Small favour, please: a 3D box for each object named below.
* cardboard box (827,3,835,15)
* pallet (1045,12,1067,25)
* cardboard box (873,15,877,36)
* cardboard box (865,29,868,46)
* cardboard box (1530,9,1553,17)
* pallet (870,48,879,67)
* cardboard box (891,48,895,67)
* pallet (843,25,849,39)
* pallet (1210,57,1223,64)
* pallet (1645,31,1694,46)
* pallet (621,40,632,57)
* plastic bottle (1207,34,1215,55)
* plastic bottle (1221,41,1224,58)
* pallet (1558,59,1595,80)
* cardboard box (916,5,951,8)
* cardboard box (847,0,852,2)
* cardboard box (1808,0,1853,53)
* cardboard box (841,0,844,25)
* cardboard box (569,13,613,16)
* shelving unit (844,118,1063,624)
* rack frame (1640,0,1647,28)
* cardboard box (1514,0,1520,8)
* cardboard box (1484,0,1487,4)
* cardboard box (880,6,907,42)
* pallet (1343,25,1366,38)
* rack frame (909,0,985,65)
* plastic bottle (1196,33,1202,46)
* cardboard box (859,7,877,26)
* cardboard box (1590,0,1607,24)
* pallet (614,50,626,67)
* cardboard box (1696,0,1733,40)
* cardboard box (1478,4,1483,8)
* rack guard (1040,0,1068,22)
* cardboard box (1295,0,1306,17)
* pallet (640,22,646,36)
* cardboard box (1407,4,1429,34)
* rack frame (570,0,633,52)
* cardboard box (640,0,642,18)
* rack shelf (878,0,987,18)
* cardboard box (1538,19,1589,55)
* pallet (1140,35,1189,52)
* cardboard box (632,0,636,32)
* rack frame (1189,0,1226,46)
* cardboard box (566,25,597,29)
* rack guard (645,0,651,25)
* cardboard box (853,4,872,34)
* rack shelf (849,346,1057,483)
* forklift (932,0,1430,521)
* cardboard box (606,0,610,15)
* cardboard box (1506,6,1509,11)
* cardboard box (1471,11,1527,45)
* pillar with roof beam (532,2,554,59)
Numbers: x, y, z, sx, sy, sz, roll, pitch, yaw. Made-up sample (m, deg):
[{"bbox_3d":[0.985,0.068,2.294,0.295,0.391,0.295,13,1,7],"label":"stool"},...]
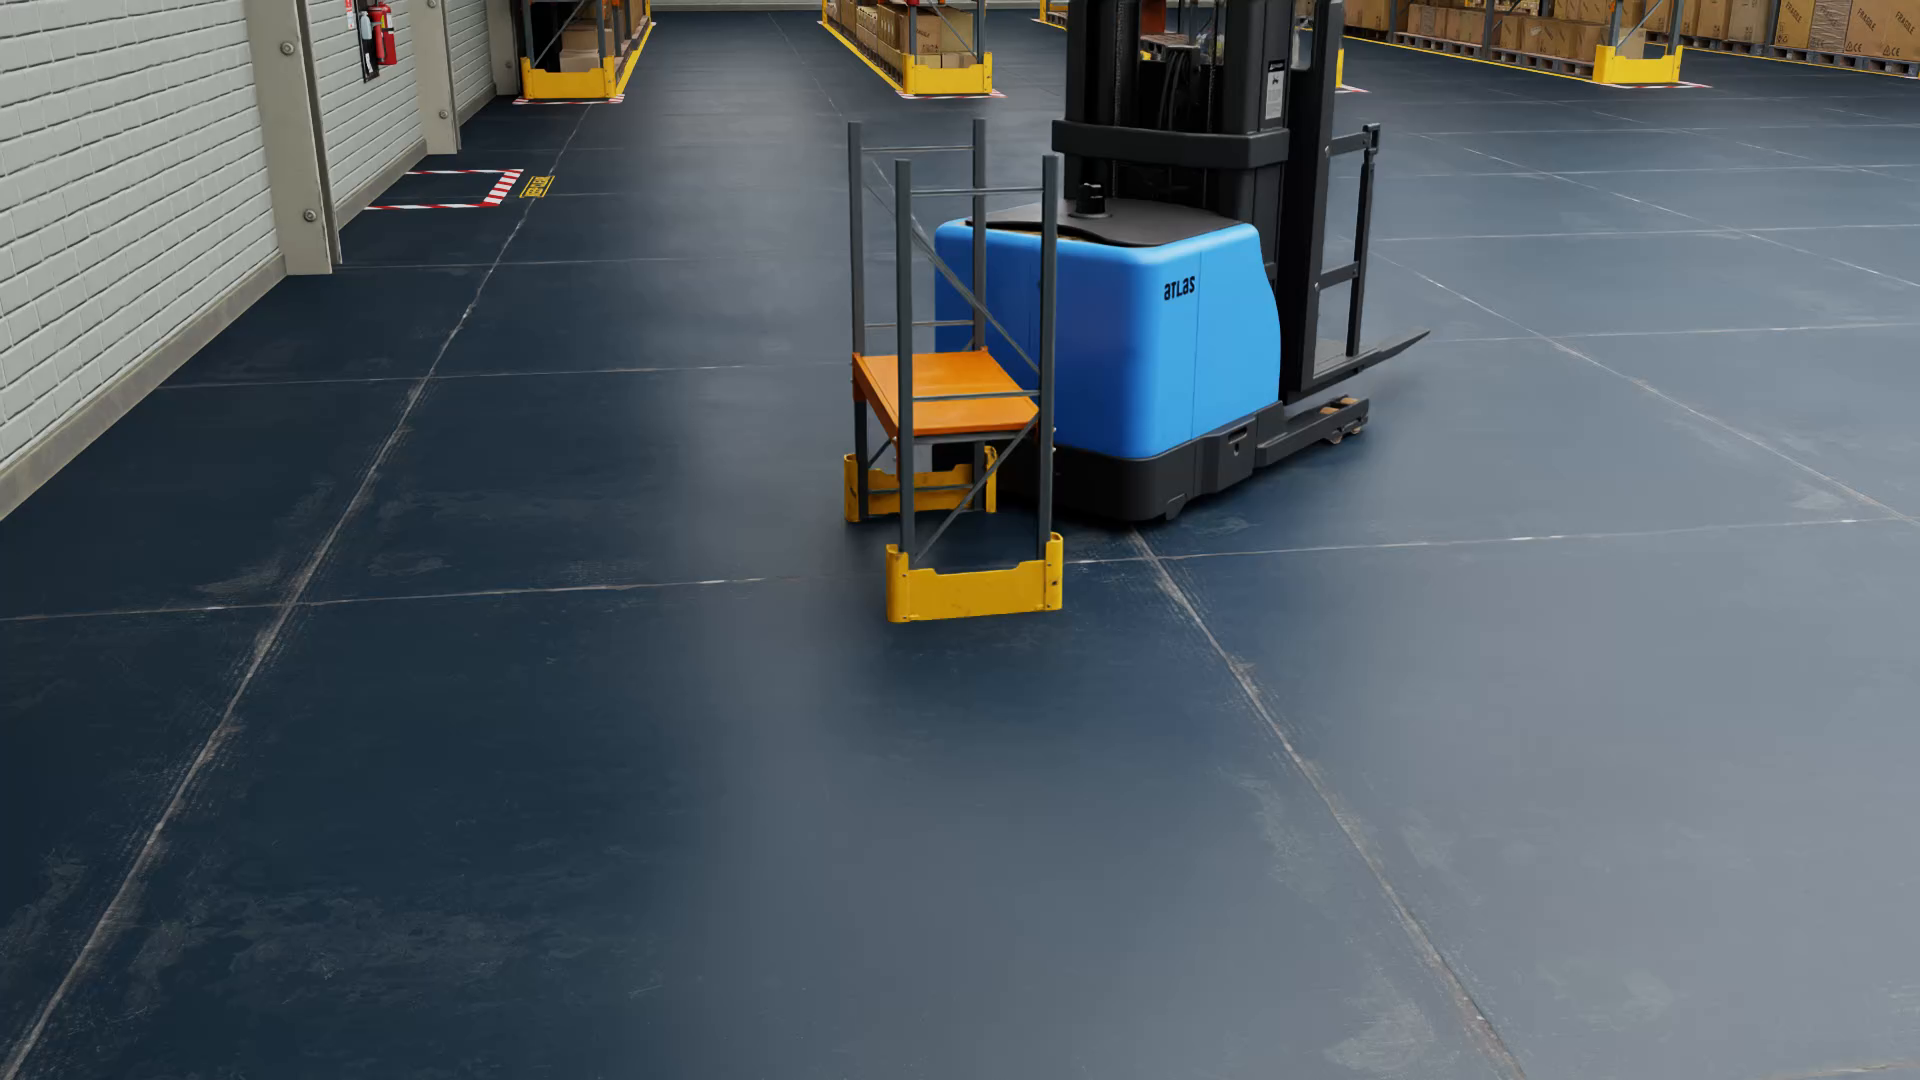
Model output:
[{"bbox_3d":[-2.607,-11.495,36.008,0.500,0.250,0.500,-3,21,-8],"label":"cardboard box"},{"bbox_3d":[2.506,-11.608,36.993,1.003,0.211,1.213,-3,21,-8],"label":"pallet"},{"bbox_3d":[-1.089,-8.095,26.132,0.500,0.311,0.500,-3,21,-8],"label":"cardboard box"},{"bbox_3d":[-1.311,-8.364,27.654,0.500,0.250,0.500,-2,21,-7],"label":"cardboard box"},{"bbox_3d":[12.432,-11.261,35.555,0.380,0.149,0.250,-3,21,-7],"label":"cardboard box"},{"bbox_3d":[-0.892,-7.745,26.651,1.003,0.211,1.213,-3,21,-8],"label":"pallet"},{"bbox_3d":[-0.698,-6.838,23.568,0.500,0.250,0.500,-3,21,-8],"label":"cardboard box"},{"bbox_3d":[-1.746,-9.982,32.641,1.003,0.211,1.213,-3,21,-8],"label":"pallet"},{"bbox_3d":[4.390,-7.082,24.877,1.003,0.211,1.213,-3,21,-8],"label":"pallet"},{"bbox_3d":[13.441,-9.314,30.851,1.003,0.211,1.213,-3,21,-8],"label":"pallet"},{"bbox_3d":[-6.114,-8.355,28.284,1.003,0.211,1.213,-3,21,-8],"label":"pallet"},{"bbox_3d":[3.888,-7.646,25.558,0.144,0.351,0.185,-4,21,-10],"label":"plastic bottle"},{"bbox_3d":[4.004,-7.342,24.852,0.152,0.276,0.135,-3,21,-9],"label":"plastic bottle"},{"bbox_3d":[9.540,-6.915,24.428,1.003,0.211,1.213,-3,21,-8],"label":"pallet"},{"bbox_3d":[-0.404,-7.735,24.897,0.500,0.500,0.500,-3,21,-8],"label":"cardboard box"},{"bbox_3d":[-1.855,-10.255,31.258,0.500,0.250,0.500,-3,21,-9],"label":"cardboard box"},{"bbox_3d":[14.134,-8.180,26.267,0.875,0.875,0.875,-3,21,-7],"label":"cardboard box"},{"bbox_3d":[-2.072,-10.423,32.781,0.500,0.500,0.500,-4,21,-10],"label":"cardboard box"},{"bbox_3d":[-6.011,-8.366,27.271,0.700,0.500,0.500,-3,21,-8],"label":"cardboard box"},{"bbox_3d":[-0.052,-0.631,5.762,0.587,1.500,1.083,-4,21,-11],"label":"shelving unit"},{"bbox_3d":[13.402,-10.897,31.104,1.000,3.000,0.127,-3,21,-8],"label":"rack frame"},{"bbox_3d":[12.363,-11.739,36.409,0.380,0.149,0.250,-2,21,-6],"label":"cardboard box"},{"bbox_3d":[12.107,-12.200,37.644,0.380,0.149,0.250,-2,21,-6],"label":"cardboard box"},{"bbox_3d":[-0.910,-7.709,24.827,0.500,0.500,0.500,-3,21,-8],"label":"cardboard box"},{"bbox_3d":[8.268,-10.073,32.885,1.003,0.211,1.213,-3,21,-8],"label":"pallet"},{"bbox_3d":[-0.171,-7.413,21.778,1.000,3.000,0.127,-3,21,-8],"label":"rack frame"},{"bbox_3d":[3.767,-7.842,26.197,0.097,0.271,0.097,0,20,0],"label":"plastic bottle"},{"bbox_3d":[-1.455,-8.977,28.492,0.500,0.311,0.500,-3,21,-9],"label":"cardboard box"},{"bbox_3d":[12.885,-10.499,33.012,0.500,0.500,0.500,-4,21,-10],"label":"cardboard box"},{"bbox_3d":[-5.762,-7.510,26.023,1.003,0.211,1.213,-3,21,-8],"label":"pallet"},{"bbox_3d":[13.665,-9.199,29.174,1.050,0.750,0.750,-3,21,-8],"label":"cardboard box"},{"bbox_3d":[12.127,-12.244,38.185,0.380,0.149,0.250,-3,21,-8],"label":"cardboard box"},{"bbox_3d":[2.409,-12.038,37.733,1.175,0.500,0.348,-3,21,-8],"label":"rack guard"},{"bbox_3d":[7.757,-11.812,35.991,0.875,0.875,0.875,-3,21,-8],"label":"cardboard box"},{"bbox_3d":[-6.834,-10.278,33.433,1.003,0.211,1.213,-3,21,-8],"label":"pallet"},{"bbox_3d":[8.596,-9.486,30.270,0.700,0.500,0.500,-4,21,-11],"label":"cardboard box"},{"bbox_3d":[-6.225,-9.932,28.521,1.000,3.000,0.127,-3,21,-8],"label":"rack frame"},{"bbox_3d":[-7.106,-11.317,35.202,0.700,0.500,0.500,-3,21,-8],"label":"cardboard box"},{"bbox_3d":[-0.459,-7.769,23.757,1.077,0.370,4.000,-3,21,-8],"label":"rack shelf"},{"bbox_3d":[9.331,-7.773,25.713,0.500,0.500,0.500,-5,21,-13],"label":"cardboard box"},{"bbox_3d":[3.652,-8.855,29.624,1.003,0.211,1.213,-3,21,-8],"label":"pallet"},{"bbox_3d":[-6.321,-9.687,30.336,0.750,0.750,0.750,-3,21,-8],"label":"cardboard box"},{"bbox_3d":[4.155,-9.047,26.151,1.000,3.000,0.127,-3,21,-8],"label":"rack frame"},{"bbox_3d":[-5.460,-7.225,24.217,0.500,0.500,0.500,-4,21,-12],"label":"cardboard box"},{"bbox_3d":[-7.382,-11.539,36.397,1.175,0.500,0.348,-3,21,-8],"label":"rack guard"},{"bbox_3d":[-1.691,-9.530,30.389,0.500,0.500,0.500,-2,21,-6],"label":"cardboard box"},{"bbox_3d":[-0.050,-0.459,5.816,0.538,0.185,1.000,-4,21,-11],"label":"rack shelf"},{"bbox_3d":[1.190,-1.890,7.087,1.130,2.935,3.031,15,25,35],"label":"forklift"},{"bbox_3d":[-5.971,-8.693,27.077,0.500,0.250,0.500,-3,21,-8],"label":"cardboard box"},{"bbox_3d":[12.312,-11.713,36.765,0.380,0.149,0.250,-3,21,-7],"label":"cardboard box"},{"bbox_3d":[8.989,-8.545,27.752,0.700,0.500,0.500,-5,21,-12],"label":"cardboard box"},{"bbox_3d":[-2.634,-12.466,26.731,9.100,9.000,0.400,-3,21,-8],"label":"pillar with roof beam"}]
